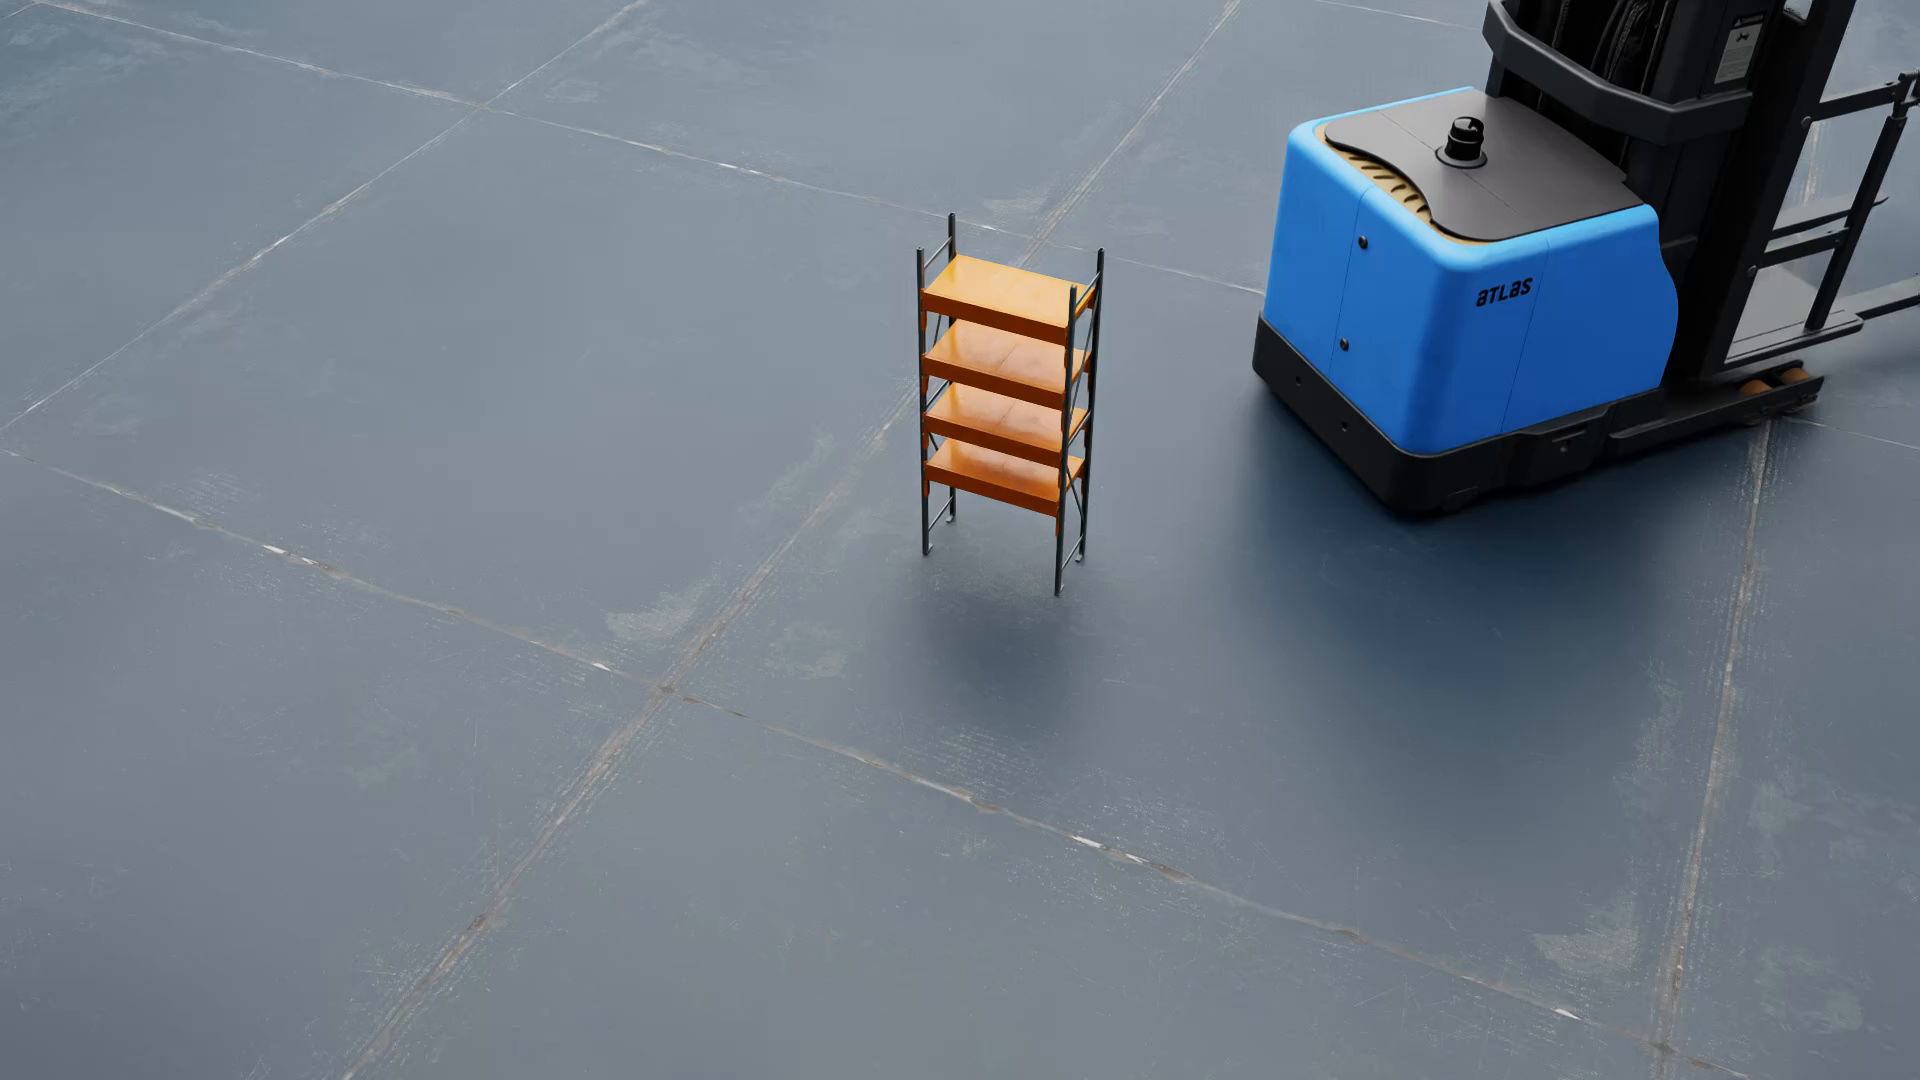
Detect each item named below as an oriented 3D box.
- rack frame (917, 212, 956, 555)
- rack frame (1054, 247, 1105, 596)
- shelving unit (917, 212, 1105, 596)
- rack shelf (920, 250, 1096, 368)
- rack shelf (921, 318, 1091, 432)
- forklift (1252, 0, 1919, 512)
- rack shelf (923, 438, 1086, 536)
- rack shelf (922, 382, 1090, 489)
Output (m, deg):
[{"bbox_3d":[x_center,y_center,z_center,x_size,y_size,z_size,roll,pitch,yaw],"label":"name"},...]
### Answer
[{"bbox_3d":[-0.071,-0.475,5.382,0.015,1.200,0.240,17,44,19],"label":"rack frame"},{"bbox_3d":[0.371,-0.340,5.226,0.015,1.200,0.240,17,44,19],"label":"rack frame"},{"bbox_3d":[0.150,-0.408,5.304,0.503,1.200,0.258,17,44,19],"label":"shelving unit"},{"bbox_3d":[0.150,-0.705,5.047,0.480,0.148,0.258,17,44,19],"label":"rack shelf"},{"bbox_3d":[0.150,-0.526,5.202,0.480,0.148,0.258,17,44,19],"label":"rack shelf"},{"bbox_3d":[2.690,-1.841,5.636,3.031,2.935,1.130,-16,43,-18],"label":"forklift"},{"bbox_3d":[0.150,-0.207,5.478,0.480,0.148,0.258,17,44,19],"label":"rack shelf"},{"bbox_3d":[0.150,-0.357,5.348,0.480,0.148,0.258,17,44,19],"label":"rack shelf"}]
